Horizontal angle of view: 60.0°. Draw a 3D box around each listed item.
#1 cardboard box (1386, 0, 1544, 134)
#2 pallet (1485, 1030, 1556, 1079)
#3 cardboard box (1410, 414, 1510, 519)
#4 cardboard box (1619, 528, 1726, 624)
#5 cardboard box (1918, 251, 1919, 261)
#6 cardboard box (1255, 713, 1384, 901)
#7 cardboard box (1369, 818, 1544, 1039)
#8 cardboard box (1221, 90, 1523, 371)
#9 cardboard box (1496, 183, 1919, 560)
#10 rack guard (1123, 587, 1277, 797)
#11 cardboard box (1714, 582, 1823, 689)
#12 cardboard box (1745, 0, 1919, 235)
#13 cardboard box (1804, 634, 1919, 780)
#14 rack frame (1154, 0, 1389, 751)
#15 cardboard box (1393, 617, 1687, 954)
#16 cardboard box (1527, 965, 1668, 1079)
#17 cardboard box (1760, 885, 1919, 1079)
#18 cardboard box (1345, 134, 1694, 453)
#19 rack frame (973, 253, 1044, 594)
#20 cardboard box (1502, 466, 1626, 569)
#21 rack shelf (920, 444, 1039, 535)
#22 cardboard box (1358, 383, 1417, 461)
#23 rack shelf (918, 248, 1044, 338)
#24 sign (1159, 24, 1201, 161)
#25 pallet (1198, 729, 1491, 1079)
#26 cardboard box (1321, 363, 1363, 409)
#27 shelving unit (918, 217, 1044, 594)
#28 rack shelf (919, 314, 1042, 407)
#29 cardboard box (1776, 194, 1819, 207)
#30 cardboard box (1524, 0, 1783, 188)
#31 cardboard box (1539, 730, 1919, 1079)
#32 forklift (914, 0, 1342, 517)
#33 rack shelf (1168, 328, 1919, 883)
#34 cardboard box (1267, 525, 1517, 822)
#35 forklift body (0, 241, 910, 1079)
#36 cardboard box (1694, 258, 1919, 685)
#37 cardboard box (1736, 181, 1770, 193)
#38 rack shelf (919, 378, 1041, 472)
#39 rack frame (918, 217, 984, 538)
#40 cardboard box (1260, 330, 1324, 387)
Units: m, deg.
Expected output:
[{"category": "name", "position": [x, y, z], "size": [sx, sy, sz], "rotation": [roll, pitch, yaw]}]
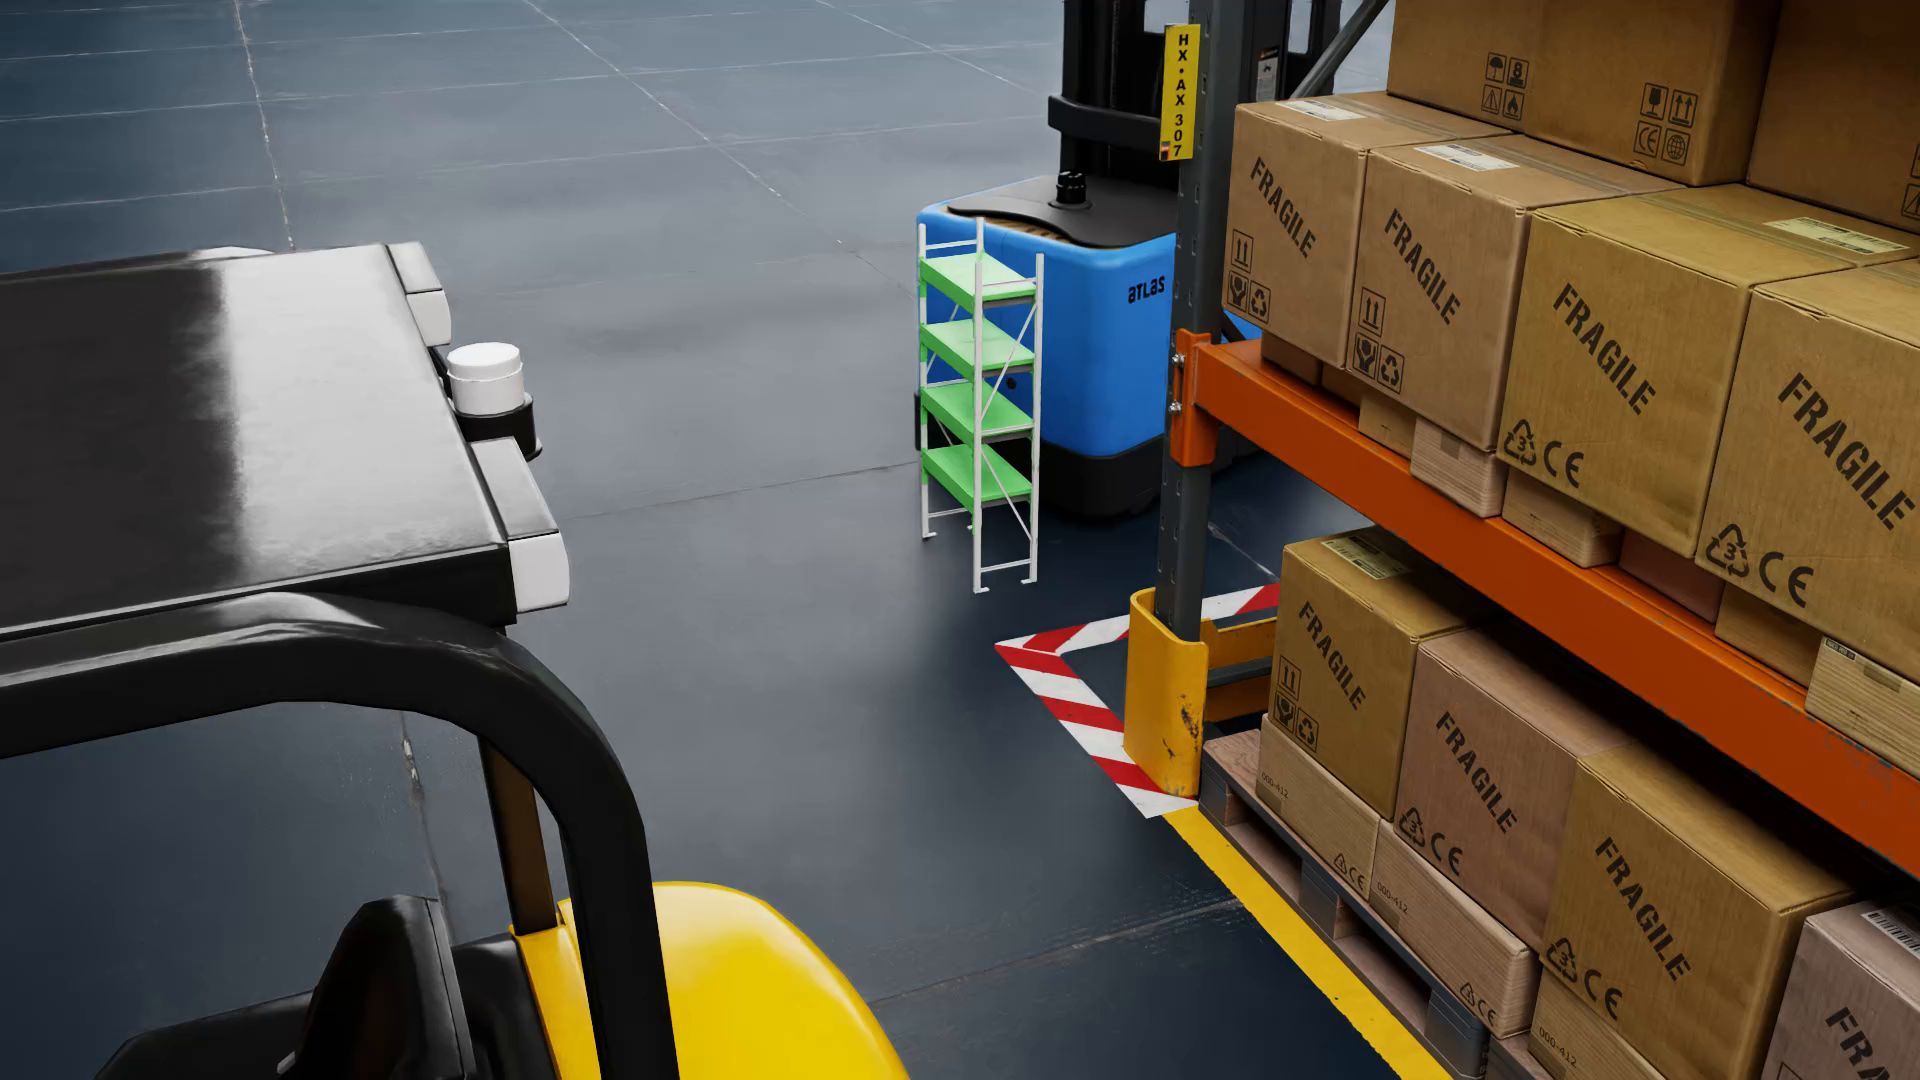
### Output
[{"category": "cardboard box", "position": [1.444, -1.264, 3.827], "size": [0.700, 0.500, 0.500], "rotation": [-11, 28, -22]}, {"category": "pallet", "position": [1.833, 1.305, 3.337], "size": [1.003, 0.211, 1.213], "rotation": [-11, 28, -21]}, {"category": "cardboard box", "position": [1.184, -0.188, 3.503], "size": [0.380, 0.149, 0.250], "rotation": [-10, 28, -20]}, {"category": "cardboard box", "position": [1.475, 0.007, 3.103], "size": [0.380, 0.149, 0.250], "rotation": [-10, 28, -19]}, {"category": "cardboard box", "position": [1.998, -0.645, 2.559], "size": [0.700, 0.500, 0.500], "rotation": [-11, 28, -21]}, {"category": "cardboard box", "position": [1.105, 0.616, 4.226], "size": [0.500, 0.250, 0.500], "rotation": [-11, 28, -21]}, {"category": "cardboard box", "position": [1.298, 0.823, 3.801], "size": [0.500, 0.250, 0.500], "rotation": [-10, 28, -19]}, {"category": "cardboard box", "position": [0.974, -0.744, 3.902], "size": [0.500, 0.500, 0.500], "rotation": [-11, 28, -21]}, {"category": "cardboard box", "position": [1.380, -0.330, 3.054], "size": [0.500, 0.500, 0.500], "rotation": [-11, 28, -22]}, {"category": "rack guard", "position": [1.073, 0.349, 4.965], "size": [1.175, 0.500, 0.348], "rotation": [-11, 28, -21]}, {"category": "cardboard box", "position": [1.551, 0.119, 2.875], "size": [0.380, 0.149, 0.250], "rotation": [-11, 28, -22]}, {"category": "cardboard box", "position": [1.930, -0.870, 3.020], "size": [0.700, 0.500, 0.500], "rotation": [-11, 28, -21]}, {"category": "cardboard box", "position": [1.596, 0.230, 2.646], "size": [0.380, 0.149, 0.250], "rotation": [-10, 28, -20]}, {"category": "rack frame", "position": [1.044, -0.805, 4.479], "size": [1.000, 3.000, 0.127], "rotation": [-11, 28, -21]}, {"category": "cardboard box", "position": [1.324, 0.498, 3.611], "size": [0.500, 0.500, 0.500], "rotation": [-12, 28, -23]}, {"category": "cardboard box", "position": [1.523, 1.041, 3.354], "size": [0.500, 0.250, 0.500], "rotation": [-9, 27, -17]}, {"category": "cardboard box", "position": [1.730, 0.917, 2.754], "size": [0.500, 0.500, 0.500], "rotation": [-9, 27, -18]}, {"category": "cardboard box", "position": [1.180, -0.536, 3.475], "size": [0.500, 0.500, 0.500], "rotation": [-10, 28, -19]}, {"category": "rack frame", "position": [0.160, -0.374, 5.648], "size": [0.240, 1.200, 0.015], "rotation": [-11, 28, -21]}, {"category": "cardboard box", "position": [1.317, -0.089, 3.301], "size": [0.380, 0.149, 0.250], "rotation": [-10, 28, -19]}, {"category": "rack shelf", "position": [0.065, -0.199, 5.983], "size": [0.258, 0.148, 0.480], "rotation": [-11, 28, -21]}, {"category": "cardboard box", "position": [1.127, -0.298, 3.729], "size": [0.380, 0.149, 0.250], "rotation": [-12, 28, -22]}, {"category": "rack shelf", "position": [0.065, -0.846, 5.667], "size": [0.258, 0.148, 0.480], "rotation": [-11, 28, -21]}, {"category": "sign", "position": [0.544, -1.100, 4.098], "size": [0.100, 0.325, 0.005], "rotation": [-11, 28, -21]}, {"category": "pallet", "position": [1.359, 0.813, 4.344], "size": [1.003, 0.211, 1.213], "rotation": [-11, 28, -21]}, {"category": "cardboard box", "position": [1.098, -0.419, 3.977], "size": [0.380, 0.149, 0.250], "rotation": [-10, 28, -20]}, {"category": "shelving unit", "position": [0.065, -0.472, 5.850], "size": [0.258, 1.200, 0.503], "rotation": [-11, 28, -21]}, {"category": "rack shelf", "position": [0.065, -0.631, 5.773], "size": [0.258, 0.148, 0.480], "rotation": [-11, 28, -21]}, {"category": "cardboard box", "position": [1.894, -0.406, 3.209], "size": [0.500, 0.500, 0.500], "rotation": [-11, 28, -21]}, {"category": "cardboard box", "position": [1.636, -1.058, 3.406], "size": [0.700, 0.500, 0.500], "rotation": [-10, 28, -20]}, {"category": "cardboard box", "position": [1.513, 0.702, 3.193], "size": [0.500, 0.500, 0.500], "rotation": [-10, 28, -20]}, {"category": "forklift", "position": [1.197, -1.959, 6.921], "size": [1.130, 2.935, 3.031], "rotation": [23, 34, 39]}, {"category": "rack shelf", "position": [1.827, 0.326, 2.983], "size": [1.077, 0.370, 4.000], "rotation": [-11, 28, -21]}, {"category": "cardboard box", "position": [1.115, 0.288, 4.042], "size": [0.500, 0.500, 0.500], "rotation": [-12, 28, -22]}, {"category": "forklift body", "position": [-1.101, 0.883, 1.989], "size": [2.313, 2.155, 1.214], "rotation": [-11, 28, -21]}, {"category": "cardboard box", "position": [1.587, -0.126, 2.637], "size": [0.500, 0.500, 0.500], "rotation": [-11, 28, -22]}, {"category": "cardboard box", "position": [1.701, -0.608, 3.624], "size": [0.500, 0.500, 0.500], "rotation": [-11, 28, -20]}, {"category": "rack shelf", "position": [0.065, -0.415, 5.878], "size": [0.258, 0.148, 0.480], "rotation": [-11, 28, -21]}, {"category": "rack frame", "position": [-0.031, -0.571, 6.052], "size": [0.240, 1.200, 0.015], "rotation": [-11, 28, -21]}, {"category": "cardboard box", "position": [0.986, -0.519, 4.180], "size": [0.380, 0.149, 0.250], "rotation": [-10, 28, -20]}]
